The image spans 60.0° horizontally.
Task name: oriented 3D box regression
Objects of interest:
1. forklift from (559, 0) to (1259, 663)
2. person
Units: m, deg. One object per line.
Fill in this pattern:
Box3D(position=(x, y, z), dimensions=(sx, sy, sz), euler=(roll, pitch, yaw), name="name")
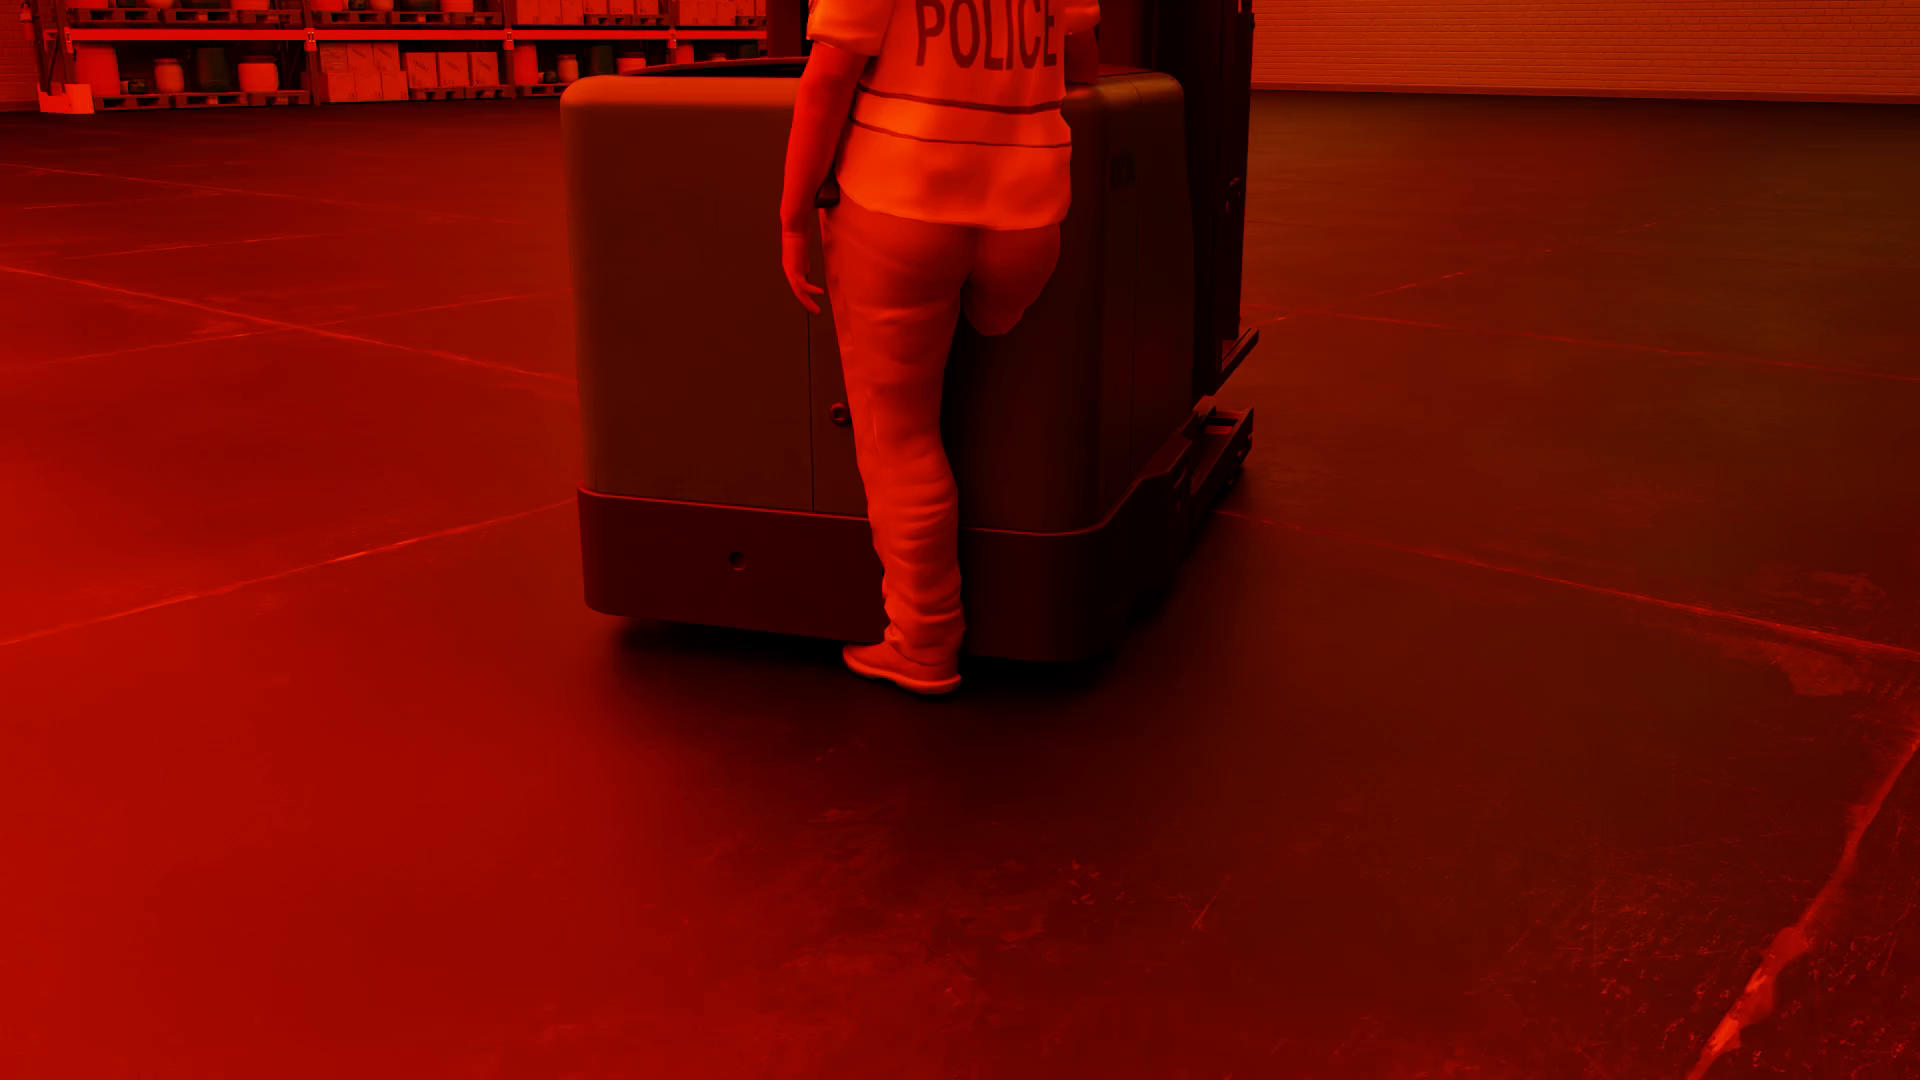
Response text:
Box3D(position=(0.182, -1.571, 4.072), dimensions=(1.130, 2.935, 3.031), euler=(5, 18, 17), name="forklift")
Box3D(position=(-0.054, -0.555, 2.873), dimensions=(0.597, 1.670, 0.529), euler=(-9, 19, -29), name="person")
